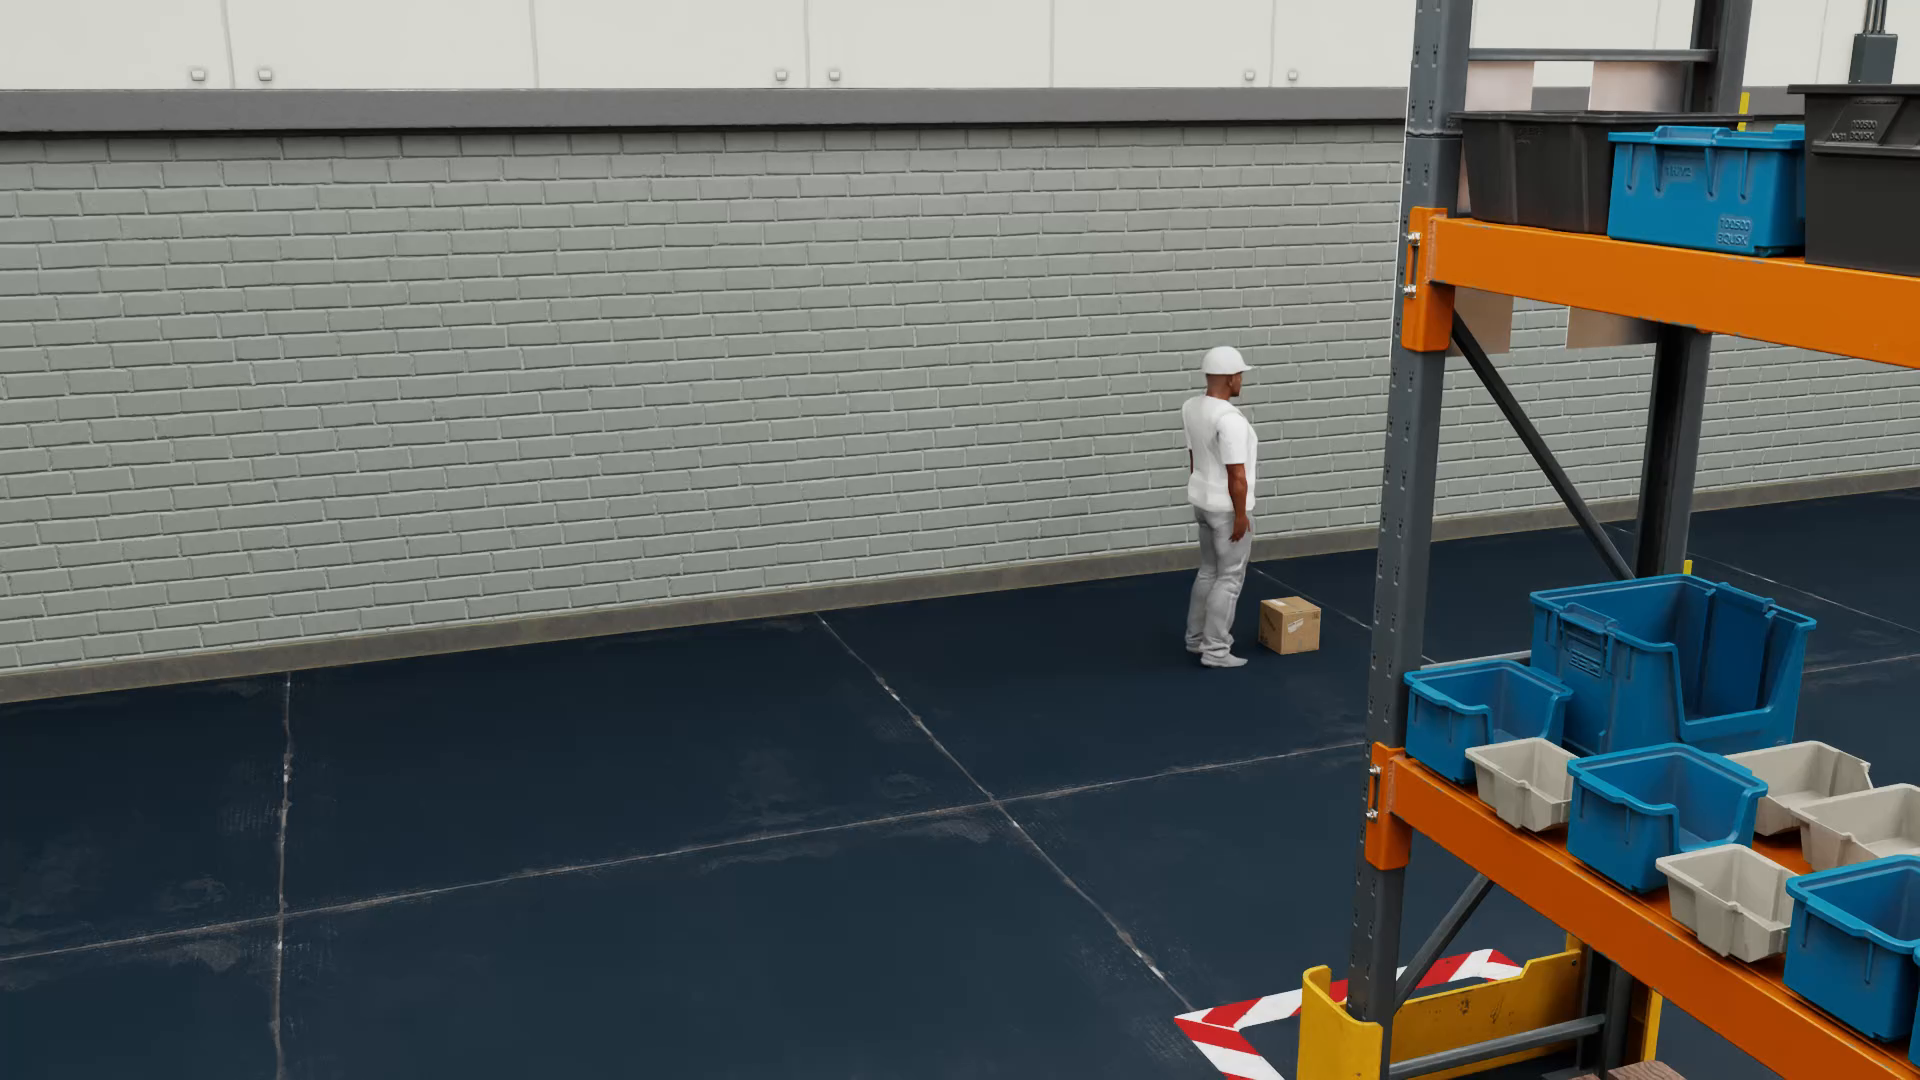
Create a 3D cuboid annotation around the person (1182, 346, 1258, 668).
[{"bbox_3d":[1.442,-0.179,9.202,0.370,1.792,0.563,-5,16,-19],"label":"person"}]
